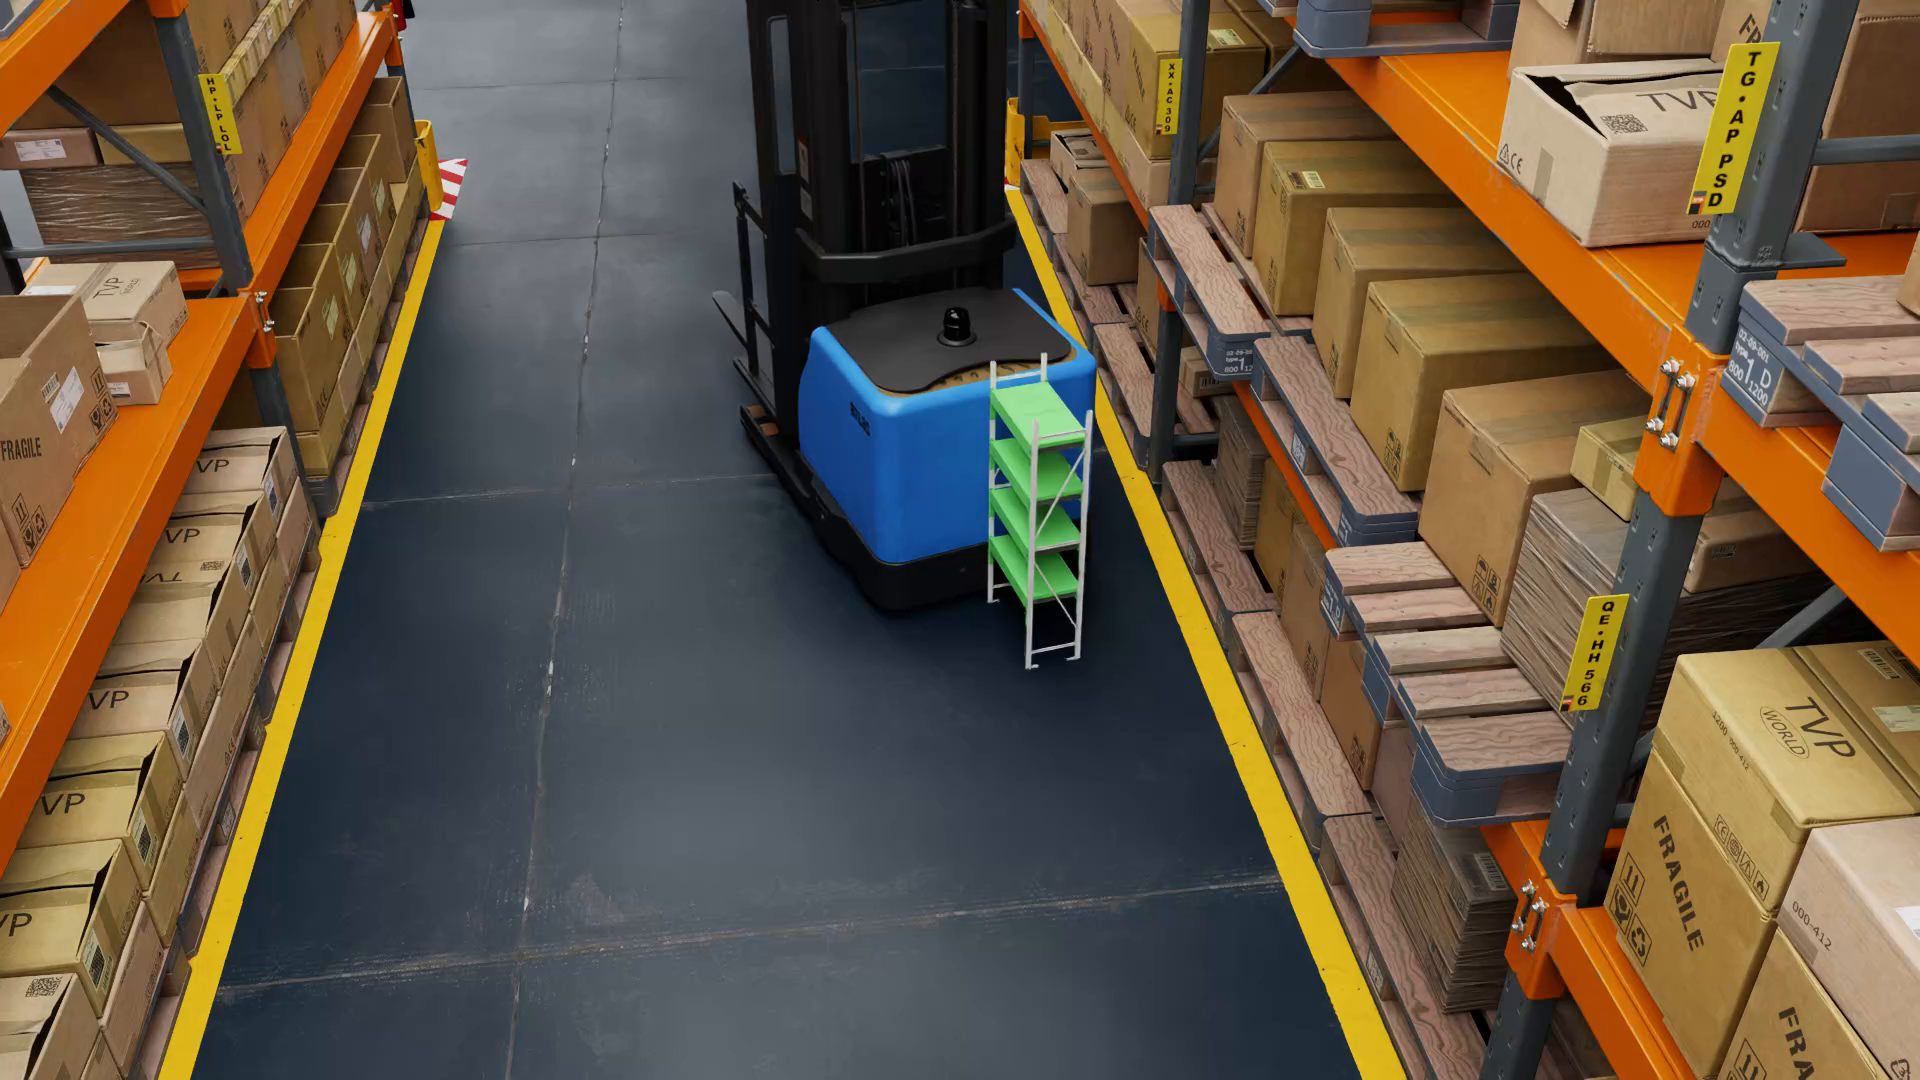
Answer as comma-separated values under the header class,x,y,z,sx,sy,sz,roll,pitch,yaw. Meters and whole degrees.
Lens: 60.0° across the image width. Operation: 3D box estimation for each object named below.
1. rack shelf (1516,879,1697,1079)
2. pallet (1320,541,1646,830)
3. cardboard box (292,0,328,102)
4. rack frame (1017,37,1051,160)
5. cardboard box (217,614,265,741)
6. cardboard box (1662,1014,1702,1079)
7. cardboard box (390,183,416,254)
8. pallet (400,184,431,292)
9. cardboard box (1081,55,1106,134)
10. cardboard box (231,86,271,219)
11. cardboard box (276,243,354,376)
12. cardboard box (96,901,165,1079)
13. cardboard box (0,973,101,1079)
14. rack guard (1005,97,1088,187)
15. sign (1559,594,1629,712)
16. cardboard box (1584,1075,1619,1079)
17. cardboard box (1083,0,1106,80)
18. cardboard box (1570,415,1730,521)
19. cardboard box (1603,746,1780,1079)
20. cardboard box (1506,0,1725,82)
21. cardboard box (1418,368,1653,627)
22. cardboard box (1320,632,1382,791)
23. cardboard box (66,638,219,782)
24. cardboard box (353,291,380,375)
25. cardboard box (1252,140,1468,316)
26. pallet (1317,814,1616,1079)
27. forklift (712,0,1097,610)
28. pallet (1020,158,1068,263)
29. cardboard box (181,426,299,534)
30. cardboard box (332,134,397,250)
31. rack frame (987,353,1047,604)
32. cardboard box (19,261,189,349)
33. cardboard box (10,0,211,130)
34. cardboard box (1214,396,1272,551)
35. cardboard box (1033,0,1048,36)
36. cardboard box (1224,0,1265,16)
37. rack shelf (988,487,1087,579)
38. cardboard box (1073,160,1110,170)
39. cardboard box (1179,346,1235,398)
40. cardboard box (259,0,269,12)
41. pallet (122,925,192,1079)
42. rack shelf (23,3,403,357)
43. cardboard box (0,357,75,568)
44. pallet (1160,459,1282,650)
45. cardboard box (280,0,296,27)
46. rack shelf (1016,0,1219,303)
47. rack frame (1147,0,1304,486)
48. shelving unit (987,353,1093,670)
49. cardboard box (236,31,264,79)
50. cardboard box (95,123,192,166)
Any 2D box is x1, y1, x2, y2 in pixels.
class,x,y,z,sx,sy,sz,roll,pitch,yaw
rack shelf,2.237,2.071,2.687,1.077,0.370,4.000,-4,35,-6
pallet,1.767,0.347,4.748,1.213,0.211,1.003,-4,35,-6
cardboard box,-3.830,-2.639,8.871,0.700,0.500,0.500,-4,34,-6
rack frame,0.892,-3.807,10.673,1.000,3.000,0.127,-4,35,-6
cardboard box,-3.000,0.542,6.359,0.500,0.250,0.500,-4,34,-5
cardboard box,1.808,1.095,3.684,0.380,0.149,0.250,-4,34,-6
cardboard box,-3.572,-1.912,9.961,0.500,0.250,0.500,-4,35,-6
pallet,-3.872,-1.854,10.283,1.003,0.211,1.213,-4,35,-6
cardboard box,0.924,-2.321,8.607,0.500,0.250,0.500,-5,35,-7
cardboard box,-3.621,-1.780,7.609,0.700,0.500,0.500,-5,35,-7
cardboard box,-3.305,-1.106,8.112,0.500,0.500,0.500,-4,35,-6
cardboard box,-2.788,1.402,5.097,0.500,0.250,0.500,-5,35,-8
cardboard box,-2.720,1.451,4.528,0.500,0.311,0.500,-3,34,-5
rack guard,0.902,-2.732,11.314,1.175,0.500,0.348,-4,35,-6
sign,1.431,0.258,3.750,0.100,0.325,0.005,-4,35,-6
cardboard box,1.937,1.792,3.992,0.750,0.750,0.750,-5,35,-7
cardboard box,0.930,-2.631,8.397,0.500,0.500,0.500,-5,35,-8
cardboard box,1.834,-0.203,4.328,0.380,0.149,0.250,-10,36,-14
cardboard box,1.780,0.775,3.578,0.500,0.500,0.500,-3,34,-5
cardboard box,1.885,-1.364,4.314,0.797,0.503,0.637,0,34,0
cardboard box,1.793,-0.137,4.808,0.700,0.500,0.500,-8,35,-11
cardboard box,1.771,0.539,6.124,0.700,0.500,0.500,-5,35,-7
cardboard box,-2.935,0.587,5.796,0.500,0.311,0.500,-5,35,-7
cardboard box,-3.364,-1.075,8.733,0.500,0.250,0.500,-4,35,-6
cardboard box,1.533,-1.199,6.366,0.700,0.500,0.500,-1,34,-1
pallet,1.864,1.373,5.547,1.003,0.211,1.213,-4,35,-6
forklift,-0.472,-1.727,7.681,1.130,2.935,3.031,-14,37,-20
pallet,0.976,-2.156,10.727,1.003,0.211,1.213,-4,35,-6
cardboard box,-3.140,-0.262,7.042,0.500,0.311,0.500,-4,35,-6
cardboard box,-3.500,-1.943,9.341,0.500,0.500,0.500,-4,35,-6
rack frame,0.237,-0.238,7.033,0.240,1.200,0.015,-11,36,-15
cardboard box,-3.369,-0.864,6.488,0.500,0.250,0.500,-2,34,-3
cardboard box,-3.544,-2.022,6.813,0.700,0.500,0.500,-4,34,-6
cardboard box,1.545,-0.314,7.377,0.700,0.500,0.500,-3,34,-5
cardboard box,0.727,-3.168,9.851,0.500,0.250,0.500,-5,35,-8
cardboard box,1.508,-2.398,8.055,0.500,0.500,0.500,-5,35,-7
rack shelf,0.313,-0.054,6.878,0.258,0.148,0.480,-11,36,-15
cardboard box,0.973,-2.167,10.263,0.500,0.311,0.500,-2,34,-2
cardboard box,1.328,-0.882,8.506,0.380,0.166,0.250,-9,35,-13
cardboard box,-3.747,-2.862,8.046,0.700,0.500,0.500,-4,35,-6
pallet,-3.012,1.724,5.032,1.003,0.211,1.213,-4,35,-6
rack shelf,-3.747,-2.016,8.684,1.077,0.370,4.000,-4,35,-6
cardboard box,-3.253,-0.236,5.343,0.500,0.500,0.500,-4,35,-6
pallet,1.536,0.012,7.545,1.003,0.211,1.213,-4,35,-6
cardboard box,-3.565,-2.675,8.347,0.380,0.149,0.250,-5,35,-7
rack shelf,1.161,-2.394,9.238,1.077,0.370,4.000,-4,35,-6
rack frame,1.430,-1.575,7.397,1.000,3.000,0.127,-4,35,-6
shelving unit,0.313,-0.107,6.842,0.258,1.200,0.503,-11,36,-15
cardboard box,-3.461,-2.242,7.711,0.380,0.149,0.250,-5,35,-8
cardboard box,-3.322,-1.672,6.874,0.380,0.149,0.250,-4,35,-6
